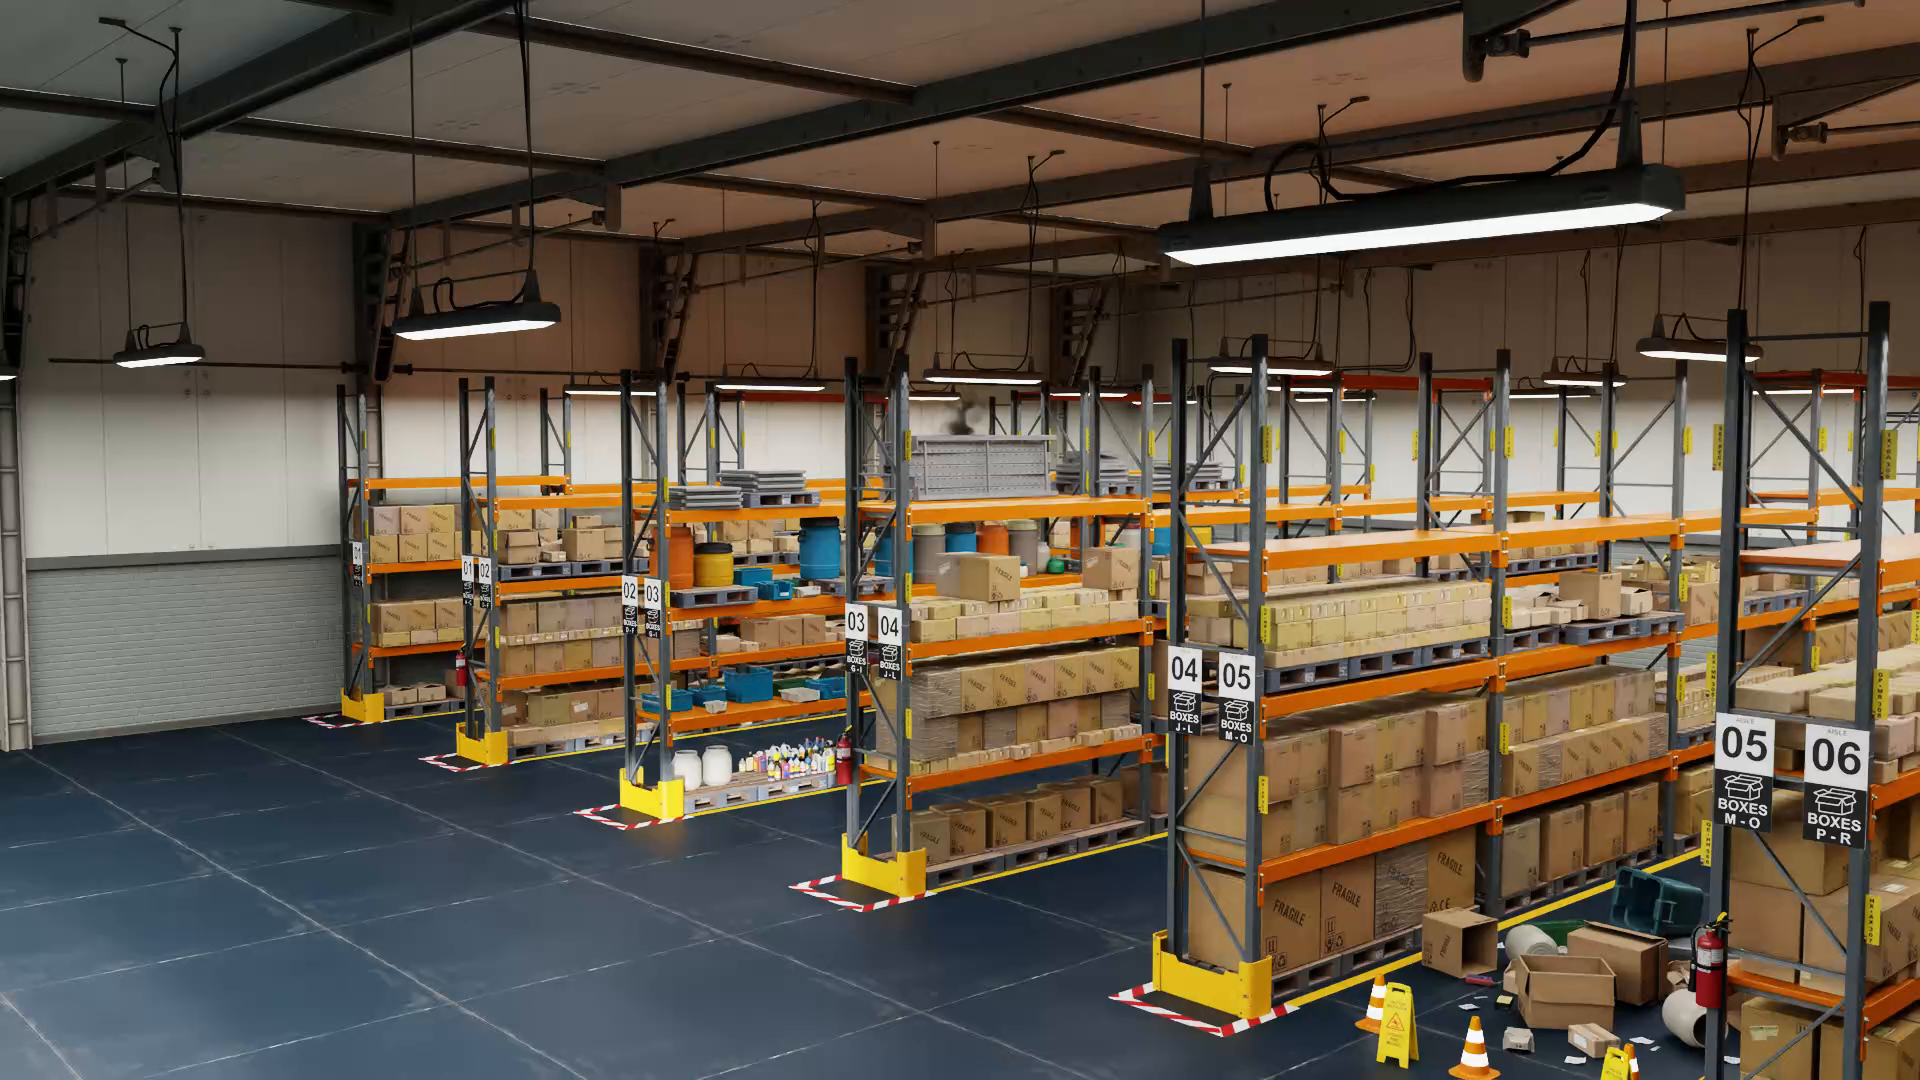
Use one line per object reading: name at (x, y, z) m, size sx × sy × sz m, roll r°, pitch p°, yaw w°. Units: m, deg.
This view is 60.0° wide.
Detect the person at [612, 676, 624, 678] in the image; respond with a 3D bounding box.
person at (-6.212, 2.327, 30.194) m, size 0.667 × 1.697 × 0.884 m, roll 3°, pitch 5°, yaw 42°
